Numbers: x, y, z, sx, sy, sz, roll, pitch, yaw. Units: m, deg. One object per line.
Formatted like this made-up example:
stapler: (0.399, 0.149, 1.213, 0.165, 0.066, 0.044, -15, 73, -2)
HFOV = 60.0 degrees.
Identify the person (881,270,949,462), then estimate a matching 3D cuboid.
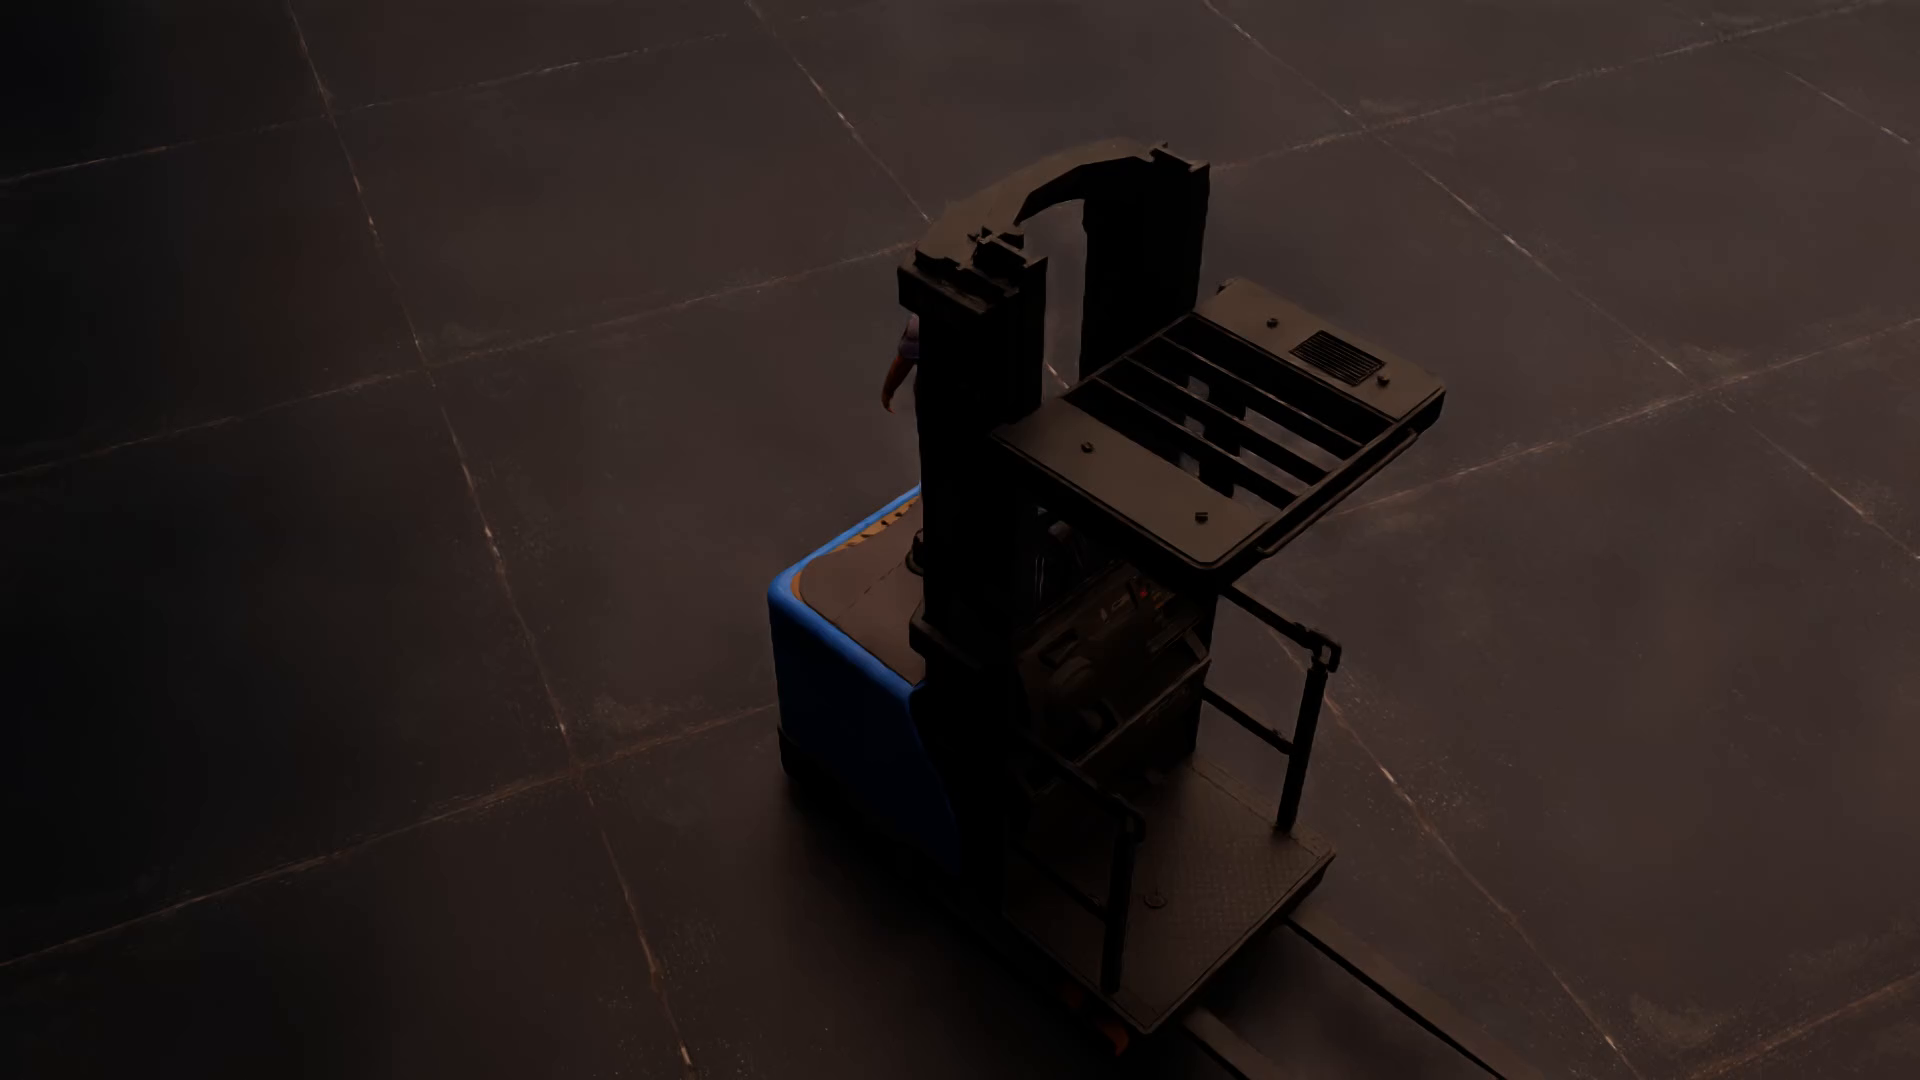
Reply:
person: (-0.060, -0.712, 7.404, 0.618, 1.624, 0.544, -20, 47, -21)

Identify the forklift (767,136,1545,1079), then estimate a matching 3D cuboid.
forklift: (0.670, 0.352, 5.303, 1.130, 2.935, 3.031, -34, 53, -31)
